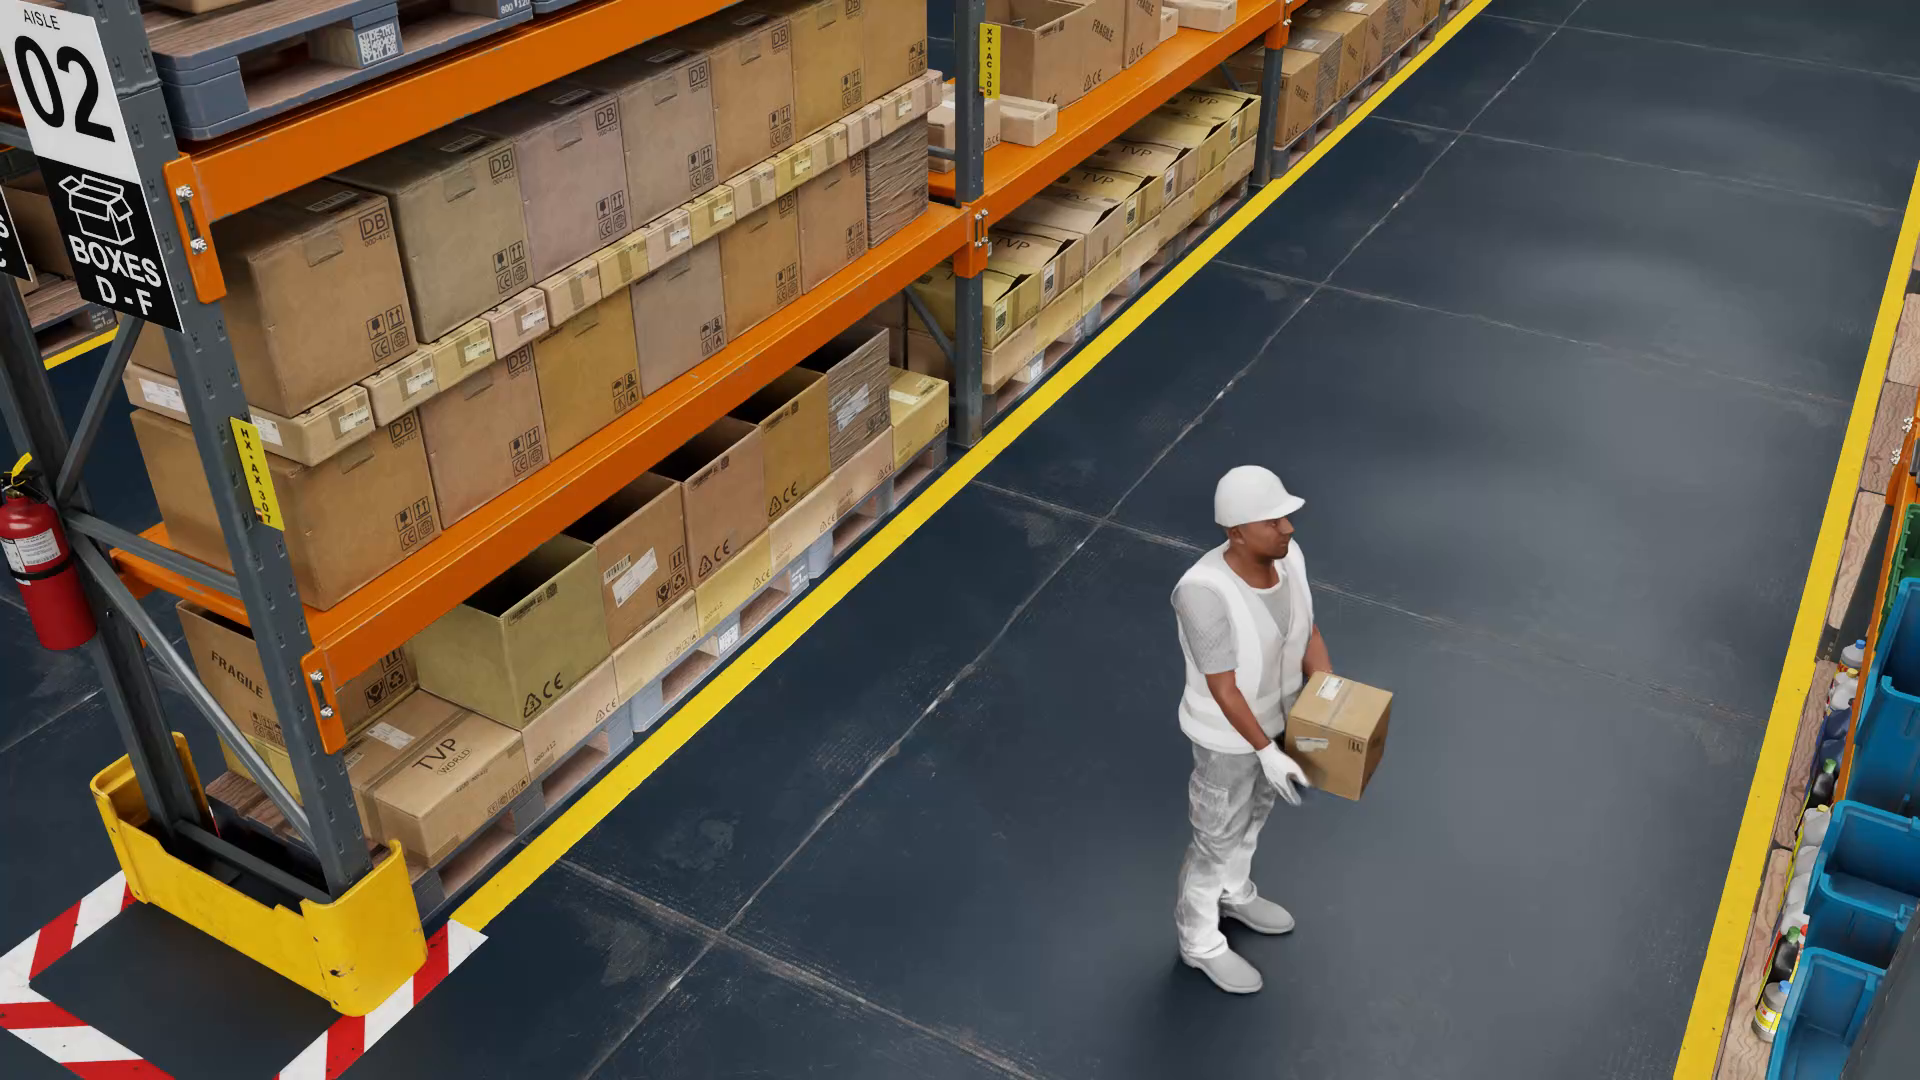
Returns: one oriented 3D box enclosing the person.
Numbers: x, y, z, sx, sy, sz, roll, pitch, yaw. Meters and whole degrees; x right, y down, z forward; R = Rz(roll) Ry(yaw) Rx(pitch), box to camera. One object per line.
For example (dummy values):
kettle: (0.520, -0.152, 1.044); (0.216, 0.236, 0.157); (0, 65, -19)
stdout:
person: (0.947, 0.605, 5.218); (0.550, 1.788, 0.526); (29, 43, 36)
